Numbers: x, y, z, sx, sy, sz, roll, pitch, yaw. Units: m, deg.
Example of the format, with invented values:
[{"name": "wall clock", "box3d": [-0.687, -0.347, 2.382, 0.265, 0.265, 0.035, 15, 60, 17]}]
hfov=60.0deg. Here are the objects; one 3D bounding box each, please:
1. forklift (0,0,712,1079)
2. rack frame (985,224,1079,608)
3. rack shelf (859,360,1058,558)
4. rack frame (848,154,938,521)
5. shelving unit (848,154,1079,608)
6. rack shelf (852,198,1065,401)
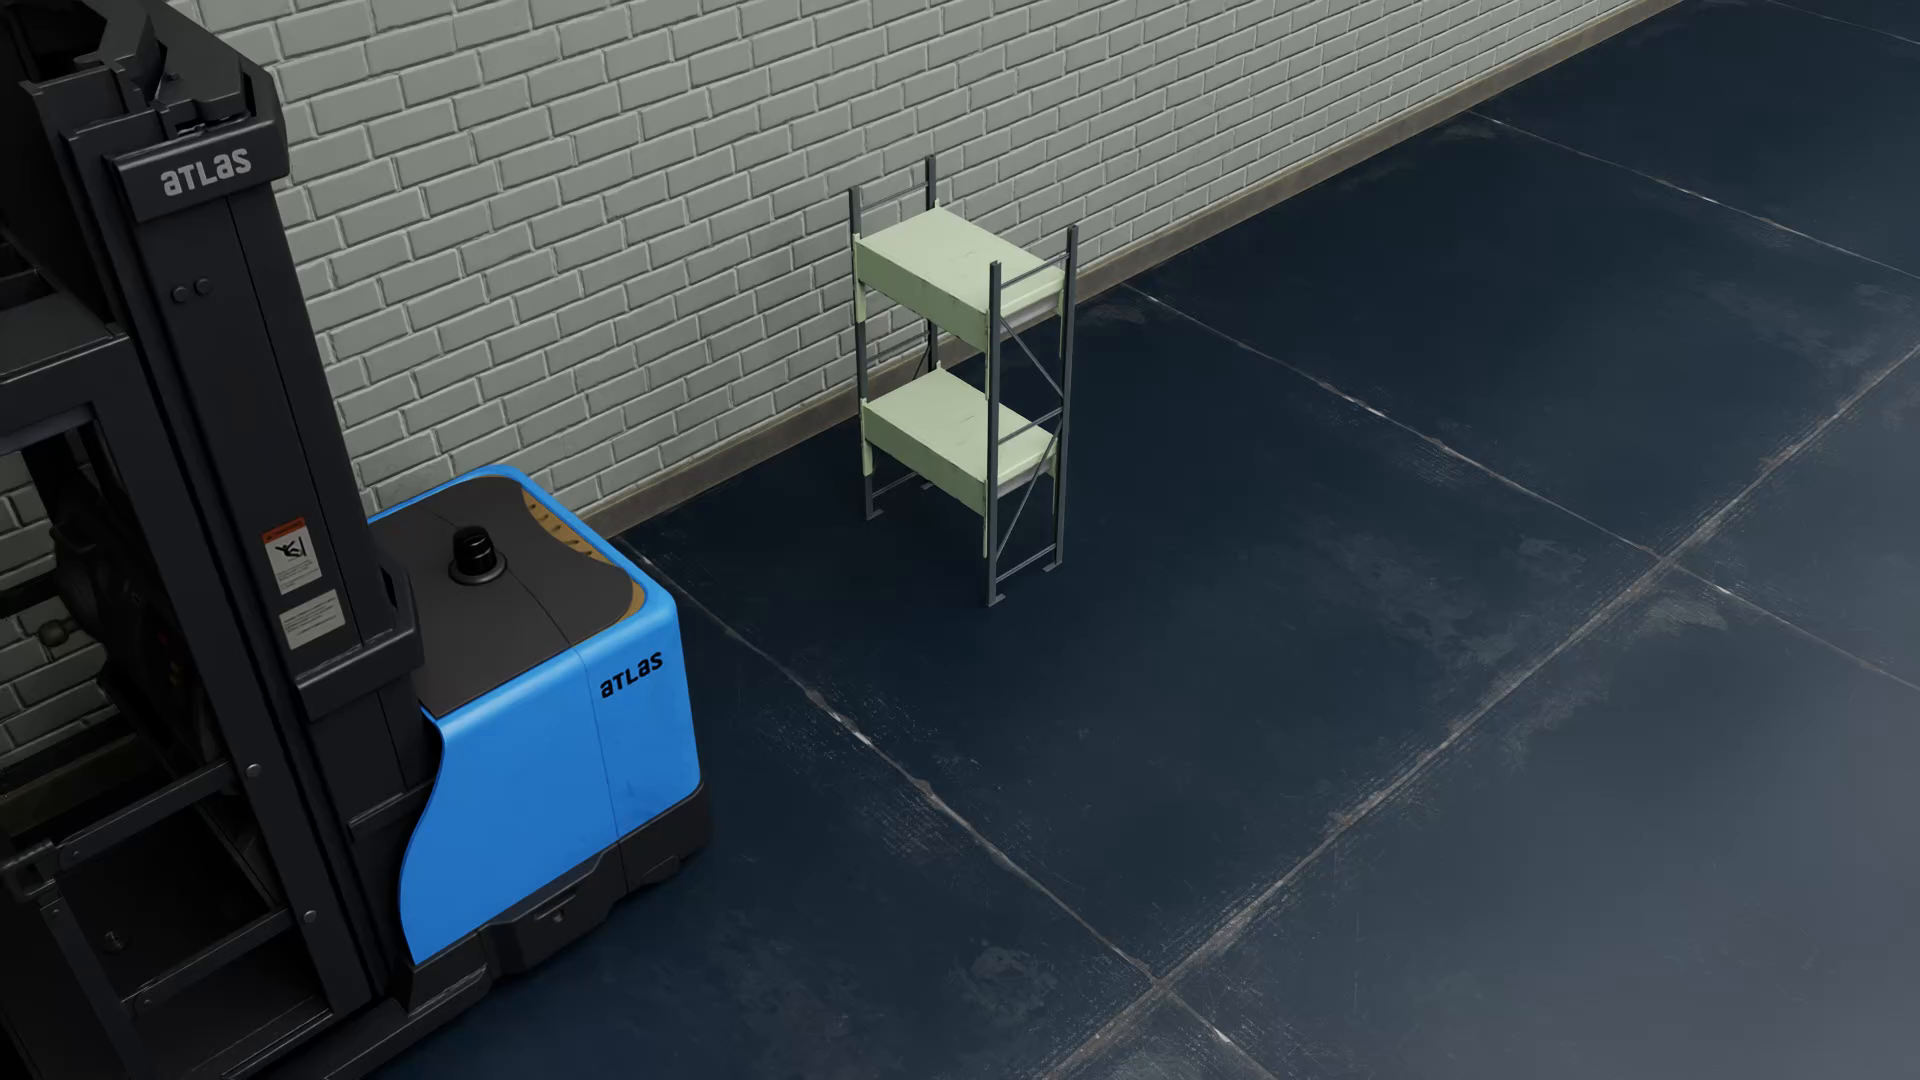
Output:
[{"name": "forklift", "box3d": [-2.236, 0.278, 4.073, 3.031, 2.935, 1.130, -30, 48, -32]}, {"name": "rack frame", "box3d": [0.252, -0.411, 6.065, 0.400, 1.500, 0.023, -30, 48, -32]}, {"name": "rack shelf", "box3d": [0.005, -0.327, 6.480, 0.431, 0.370, 0.720, -30, 48, -32]}, {"name": "rack frame", "box3d": [-0.243, -0.750, 6.485, 0.400, 1.500, 0.023, -30, 48, -32]}, {"name": "shelving unit", "box3d": [0.005, -0.580, 6.275, 0.431, 1.500, 0.755, -30, 48, -32]}, {"name": "rack shelf", "box3d": [0.005, -0.884, 6.030, 0.431, 0.370, 0.720, -30, 48, -32]}]
